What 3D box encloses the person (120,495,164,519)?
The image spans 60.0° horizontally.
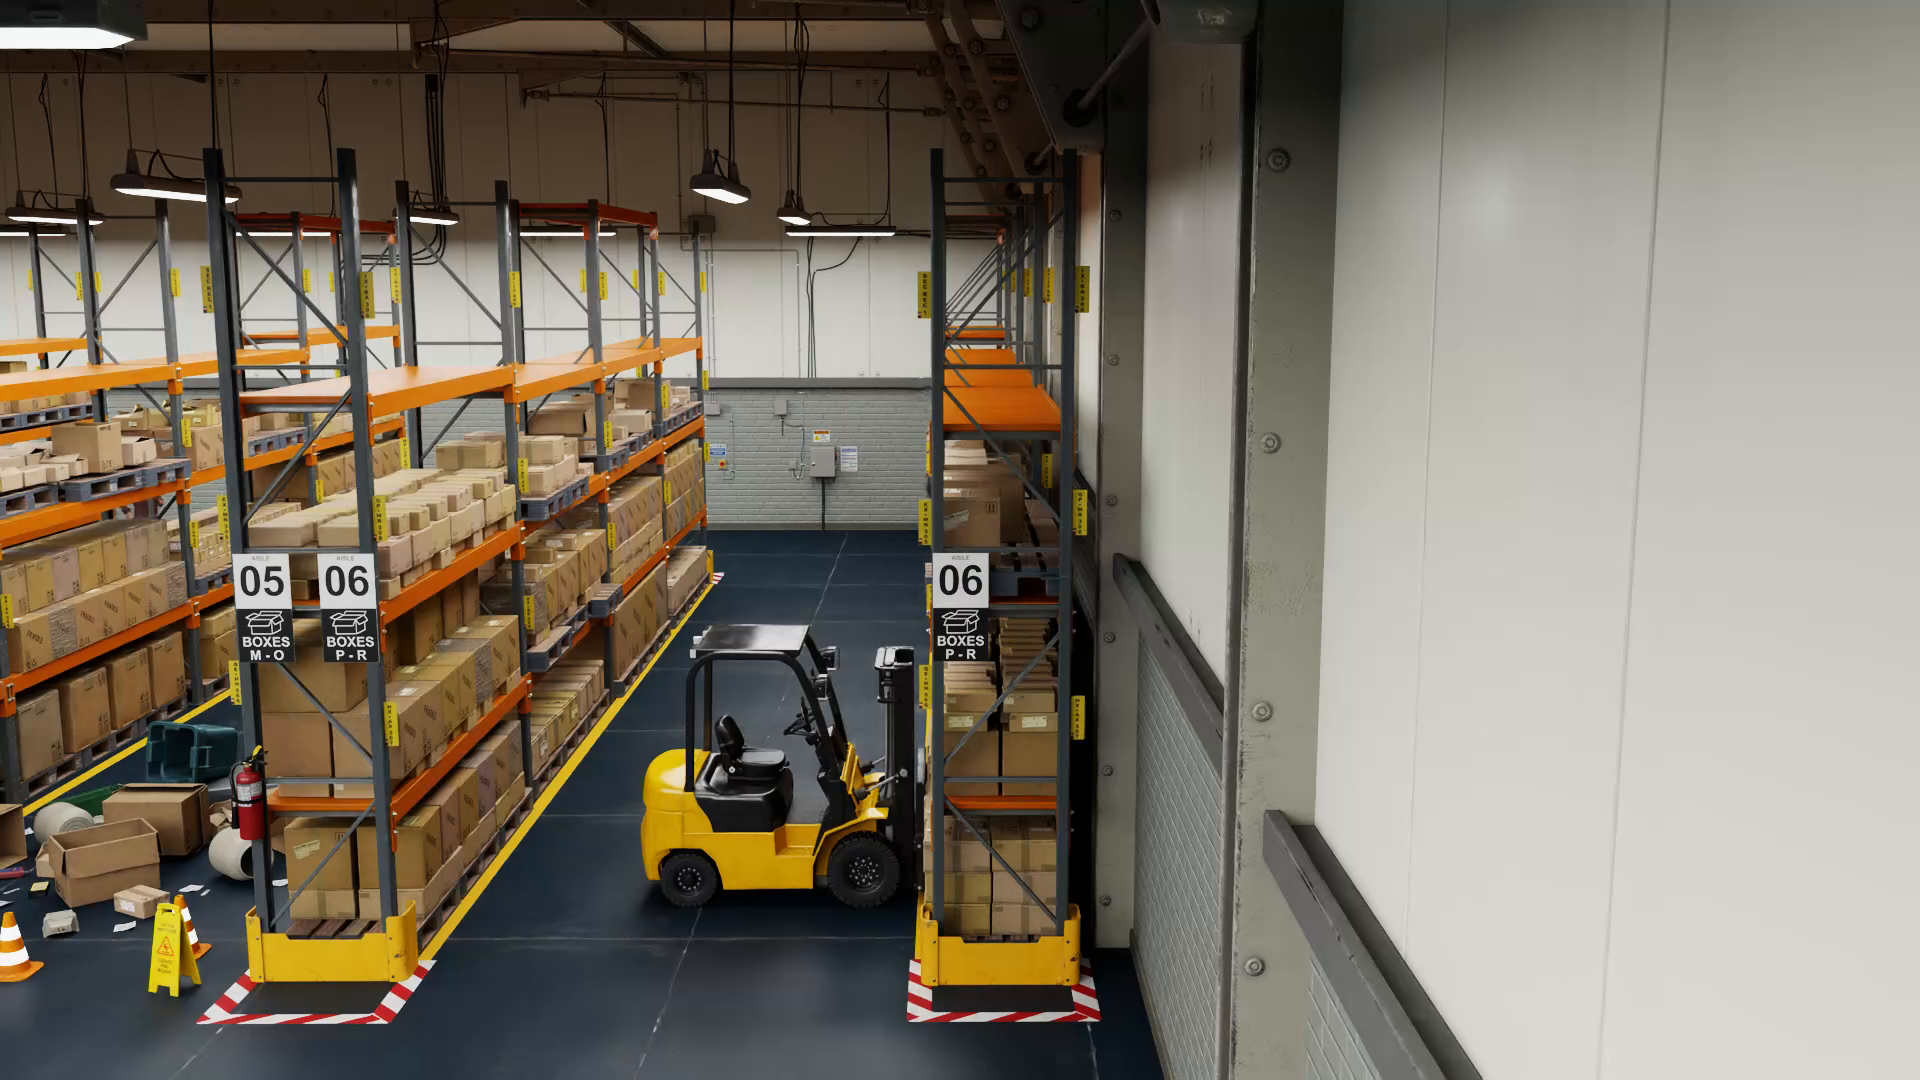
[{"bbox_3d":[-14.108,-0.316,28.824,0.863,1.830,0.713,4,10,24],"label":"person"}]
